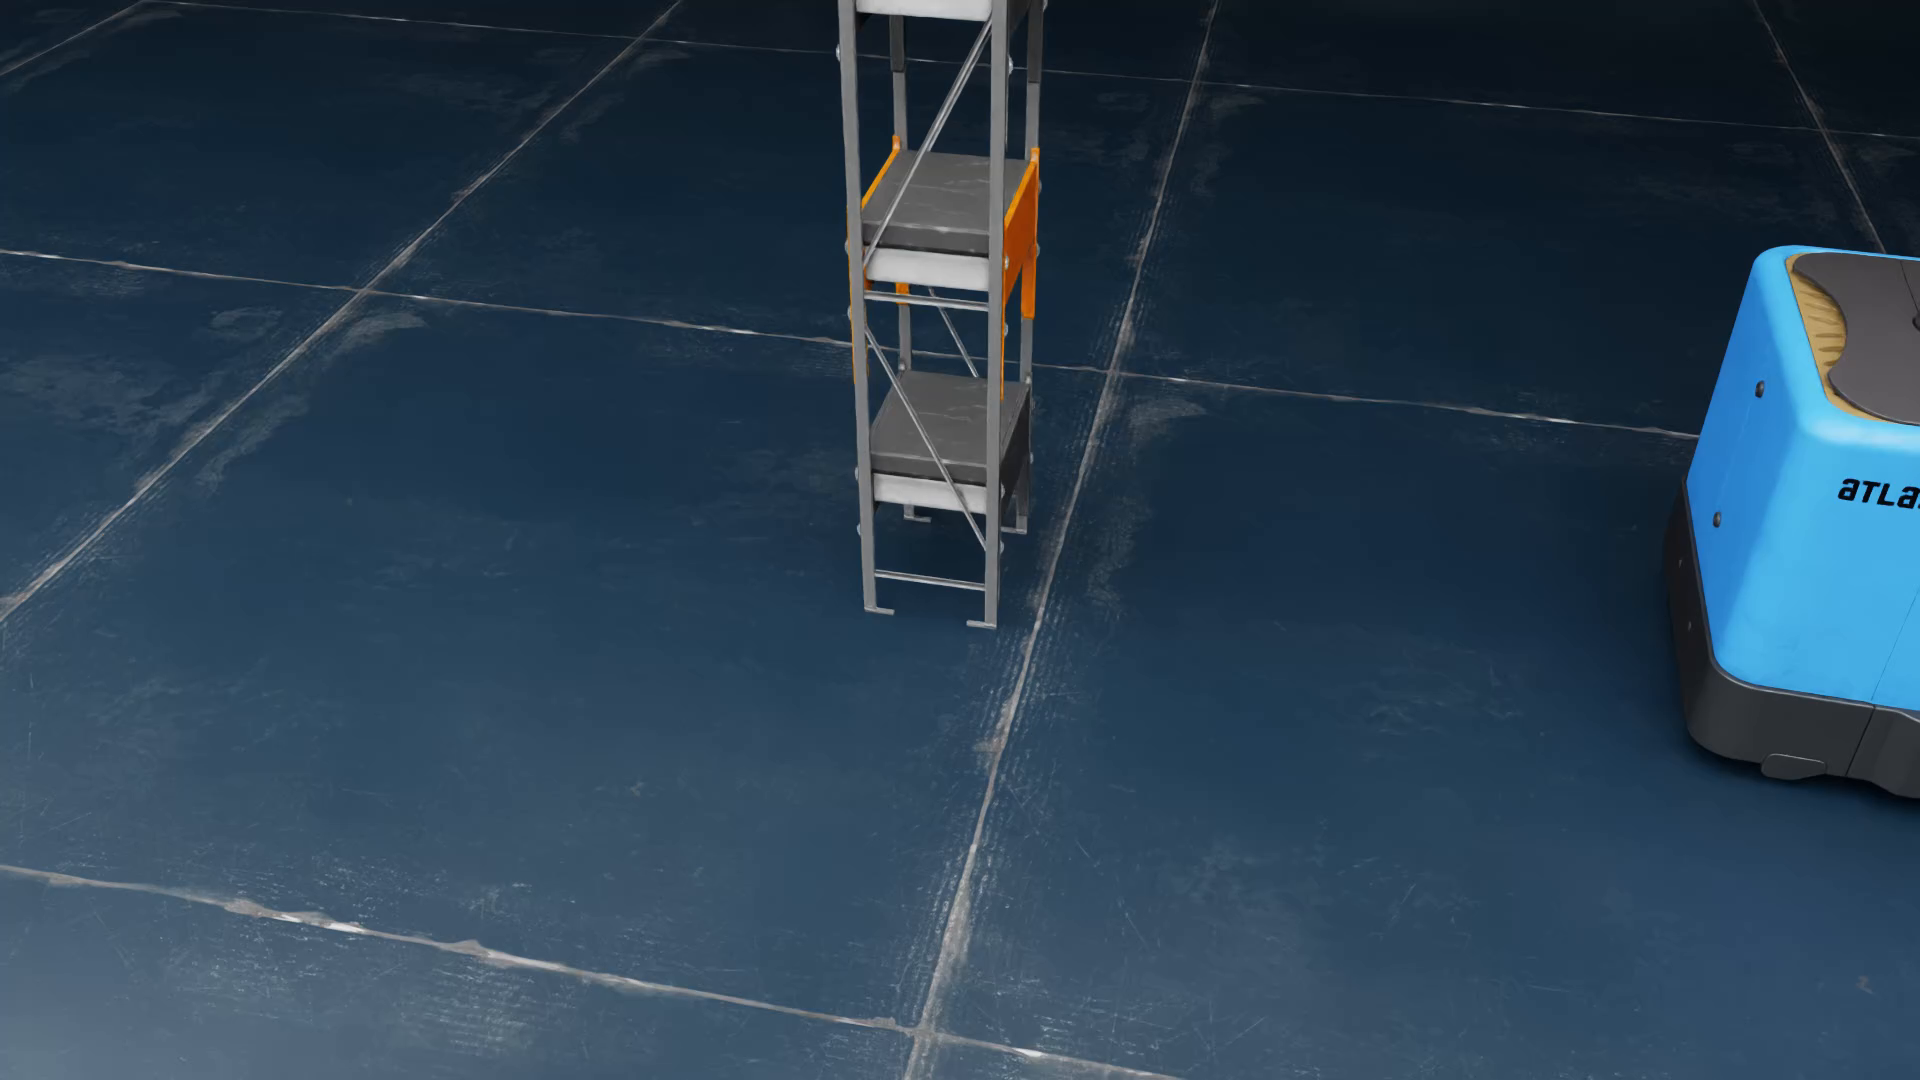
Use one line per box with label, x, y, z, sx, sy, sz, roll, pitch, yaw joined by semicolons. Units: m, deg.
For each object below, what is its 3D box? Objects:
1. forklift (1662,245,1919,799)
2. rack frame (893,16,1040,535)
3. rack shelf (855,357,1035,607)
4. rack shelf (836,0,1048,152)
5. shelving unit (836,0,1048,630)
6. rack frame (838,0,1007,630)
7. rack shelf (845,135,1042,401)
forklift;3.511;-0.645;3.642;3.031;2.935;1.130;9;37;12
rack frame;0.017;-0.895;4.696;0.400;2.100;0.015;7;37;10
rack shelf;-0.035;-0.177;4.922;0.431;0.518;0.480;7;37;10
rack shelf;-0.035;-1.311;4.100;0.431;0.518;0.480;7;37;10
shelving unit;-0.035;-0.755;4.503;0.431;2.100;0.503;7;37;10
rack frame;-0.087;-0.615;4.310;0.400;2.100;0.015;7;37;10
rack shelf;-0.035;-0.744;4.511;0.431;0.518;0.480;7;37;10
